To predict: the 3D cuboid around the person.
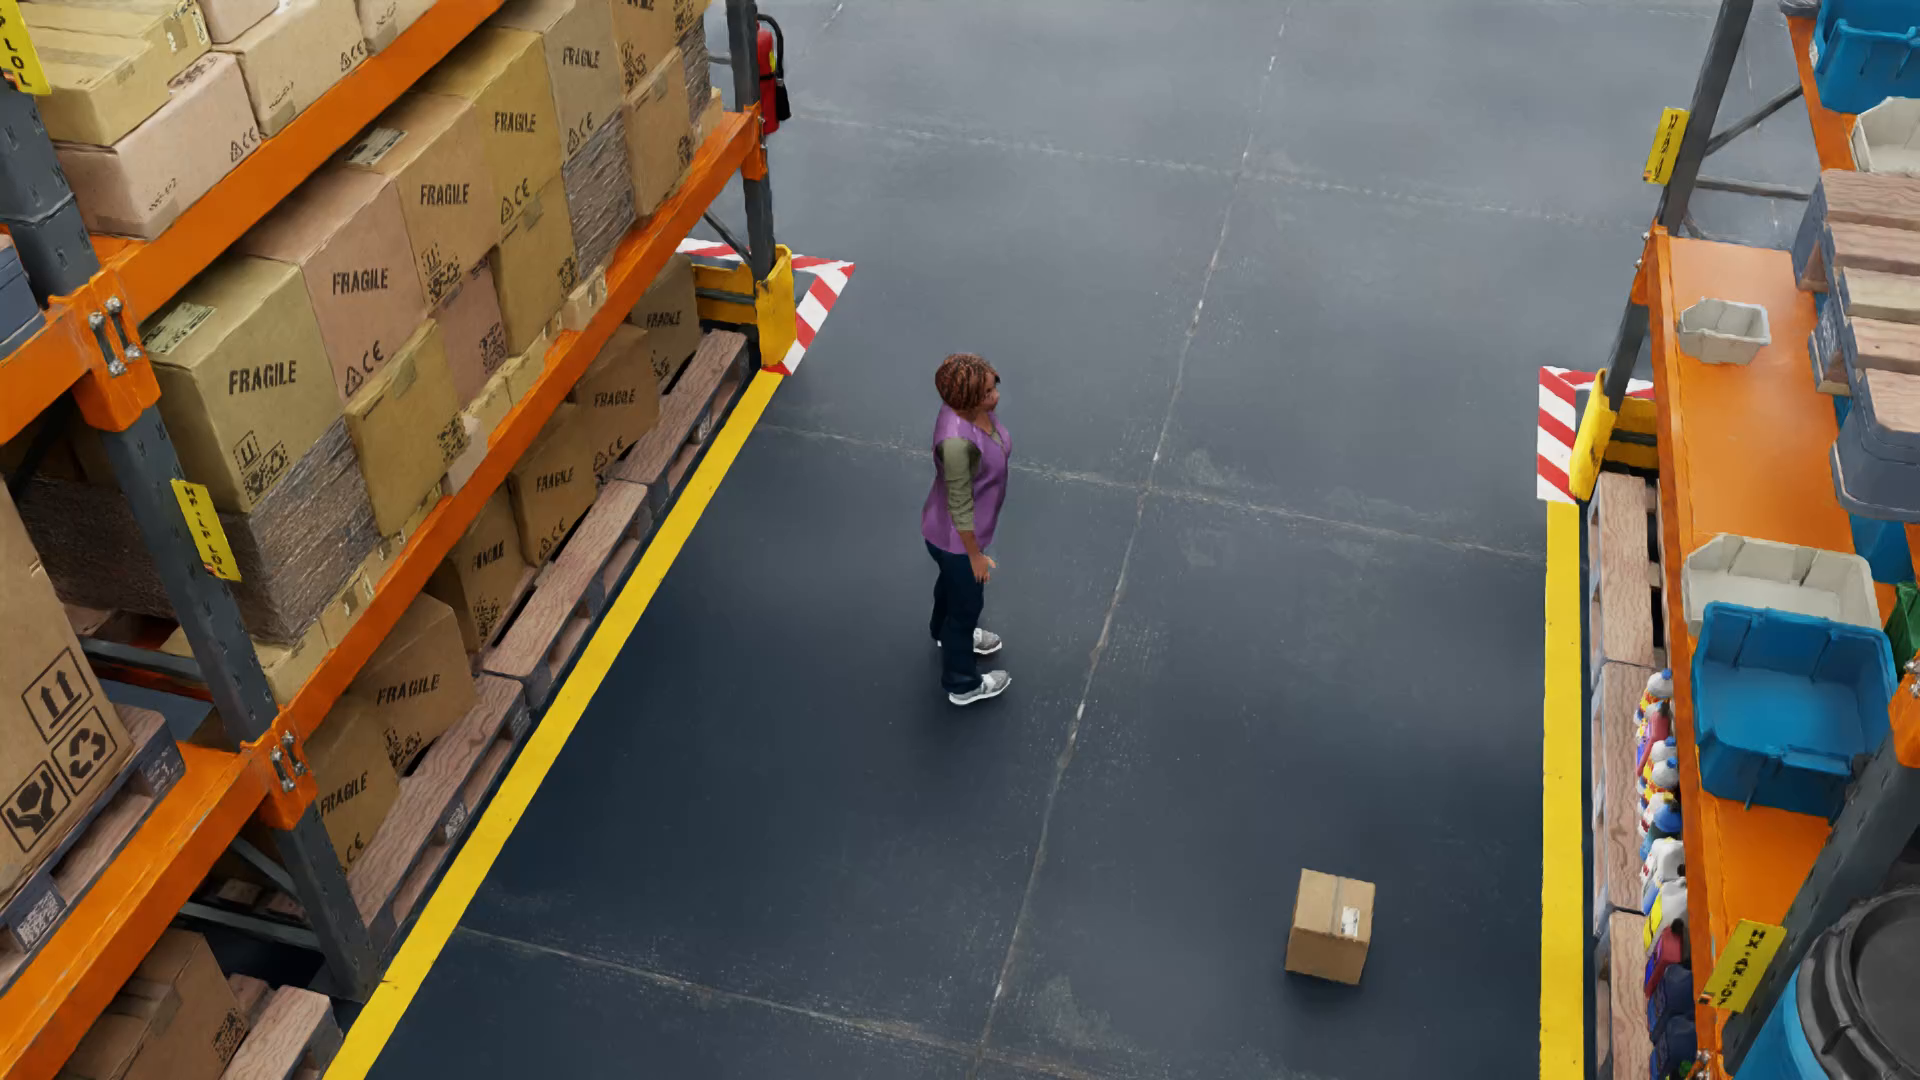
[{"bbox_3d":[0.039,-0.056,6.206,0.343,1.599,0.427,5,42,6],"label":"person"}]
